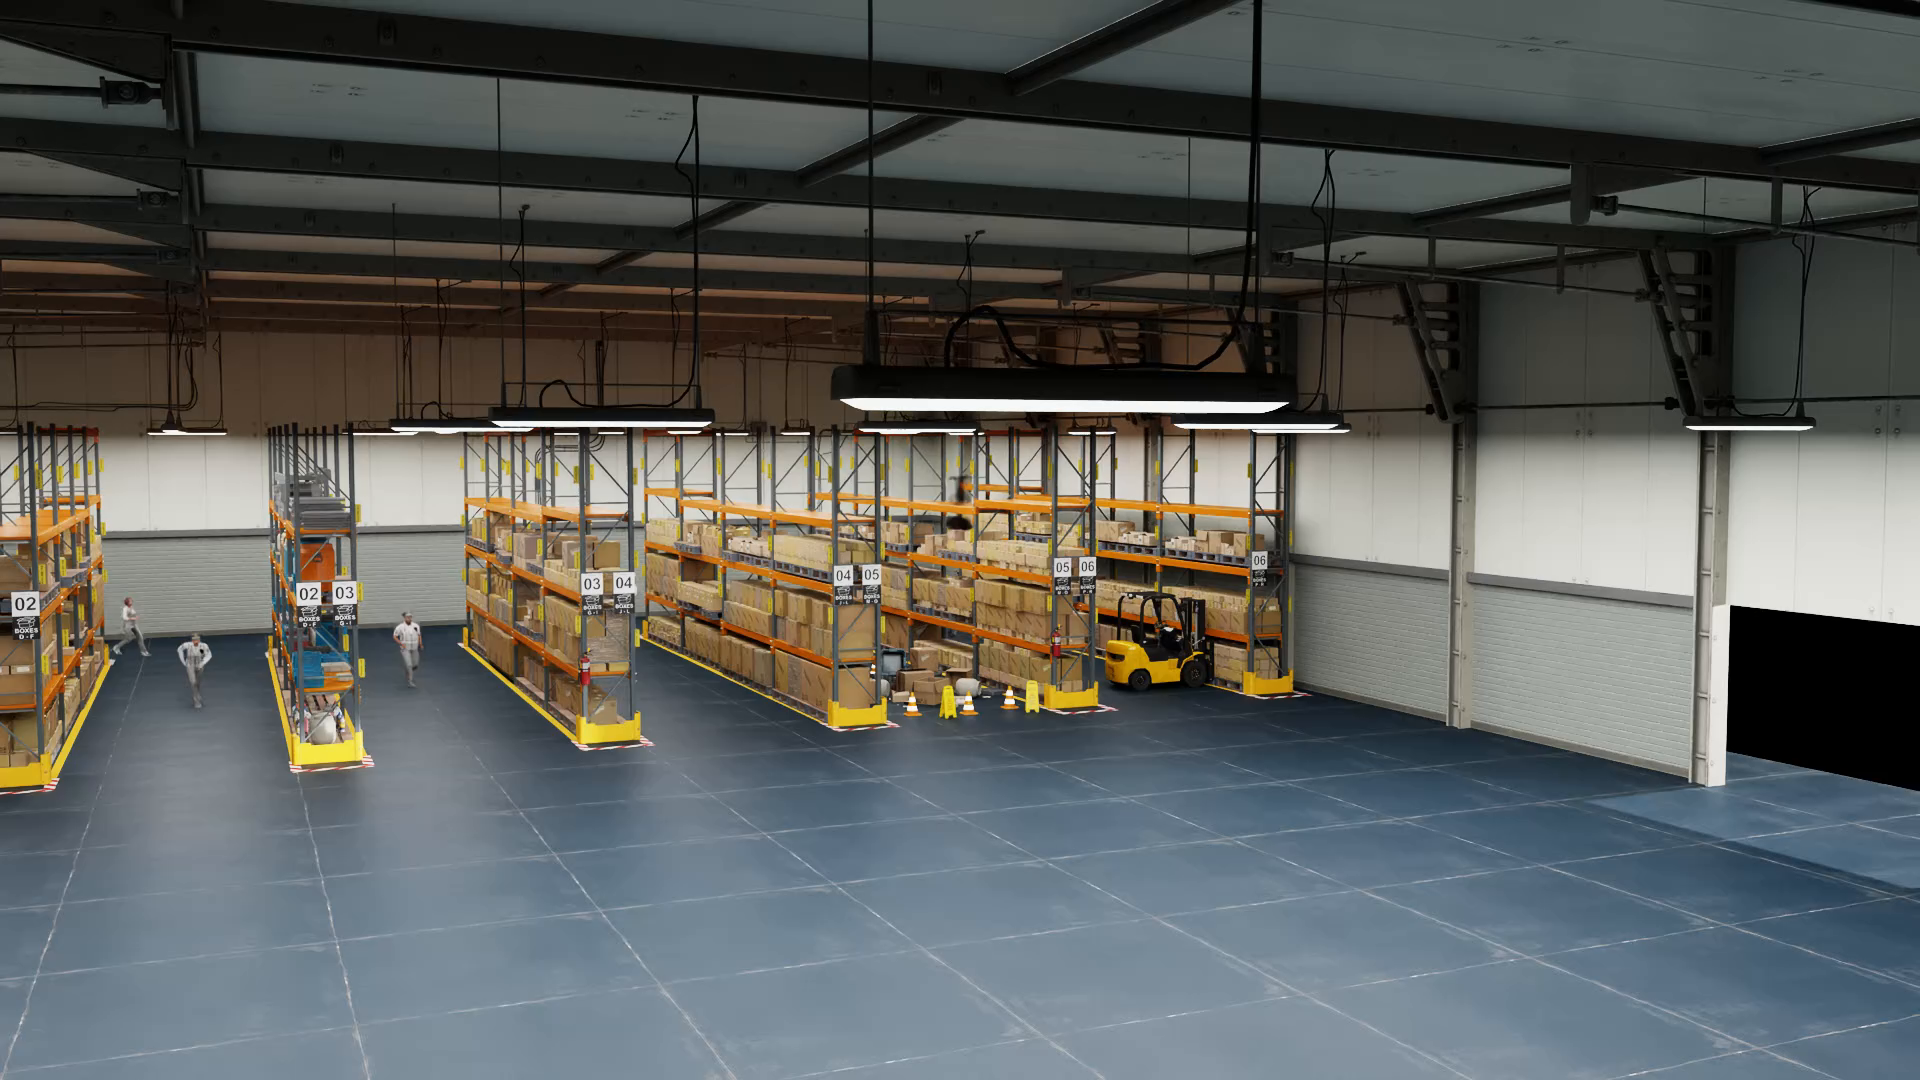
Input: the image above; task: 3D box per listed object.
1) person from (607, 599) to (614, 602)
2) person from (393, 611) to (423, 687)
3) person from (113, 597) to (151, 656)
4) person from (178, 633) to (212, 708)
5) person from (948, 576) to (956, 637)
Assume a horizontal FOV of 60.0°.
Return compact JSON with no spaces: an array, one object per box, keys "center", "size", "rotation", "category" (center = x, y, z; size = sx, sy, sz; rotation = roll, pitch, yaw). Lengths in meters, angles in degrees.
[{"center":[-10.041,1.981,47.222],"size":[0.762,1.783,0.685],"rotation":[1,4,10],"category":"person"},{"center":[-12.792,2.509,38.563],"size":[0.664,1.749,0.573],"rotation":[-3,4,-38],"category":"person"},{"center":[-21.718,2.285,43.471],"size":[0.872,1.587,0.558],"rotation":[0,3,2],"category":"person"},{"center":[-16.406,2.773,35.670],"size":[0.655,1.625,0.967],"rotation":[-2,4,-25],"category":"person"},{"center":[-0.353,1.913,48.067],"size":[0.661,1.735,0.642],"rotation":[-3,5,-42],"category":"person"}]
